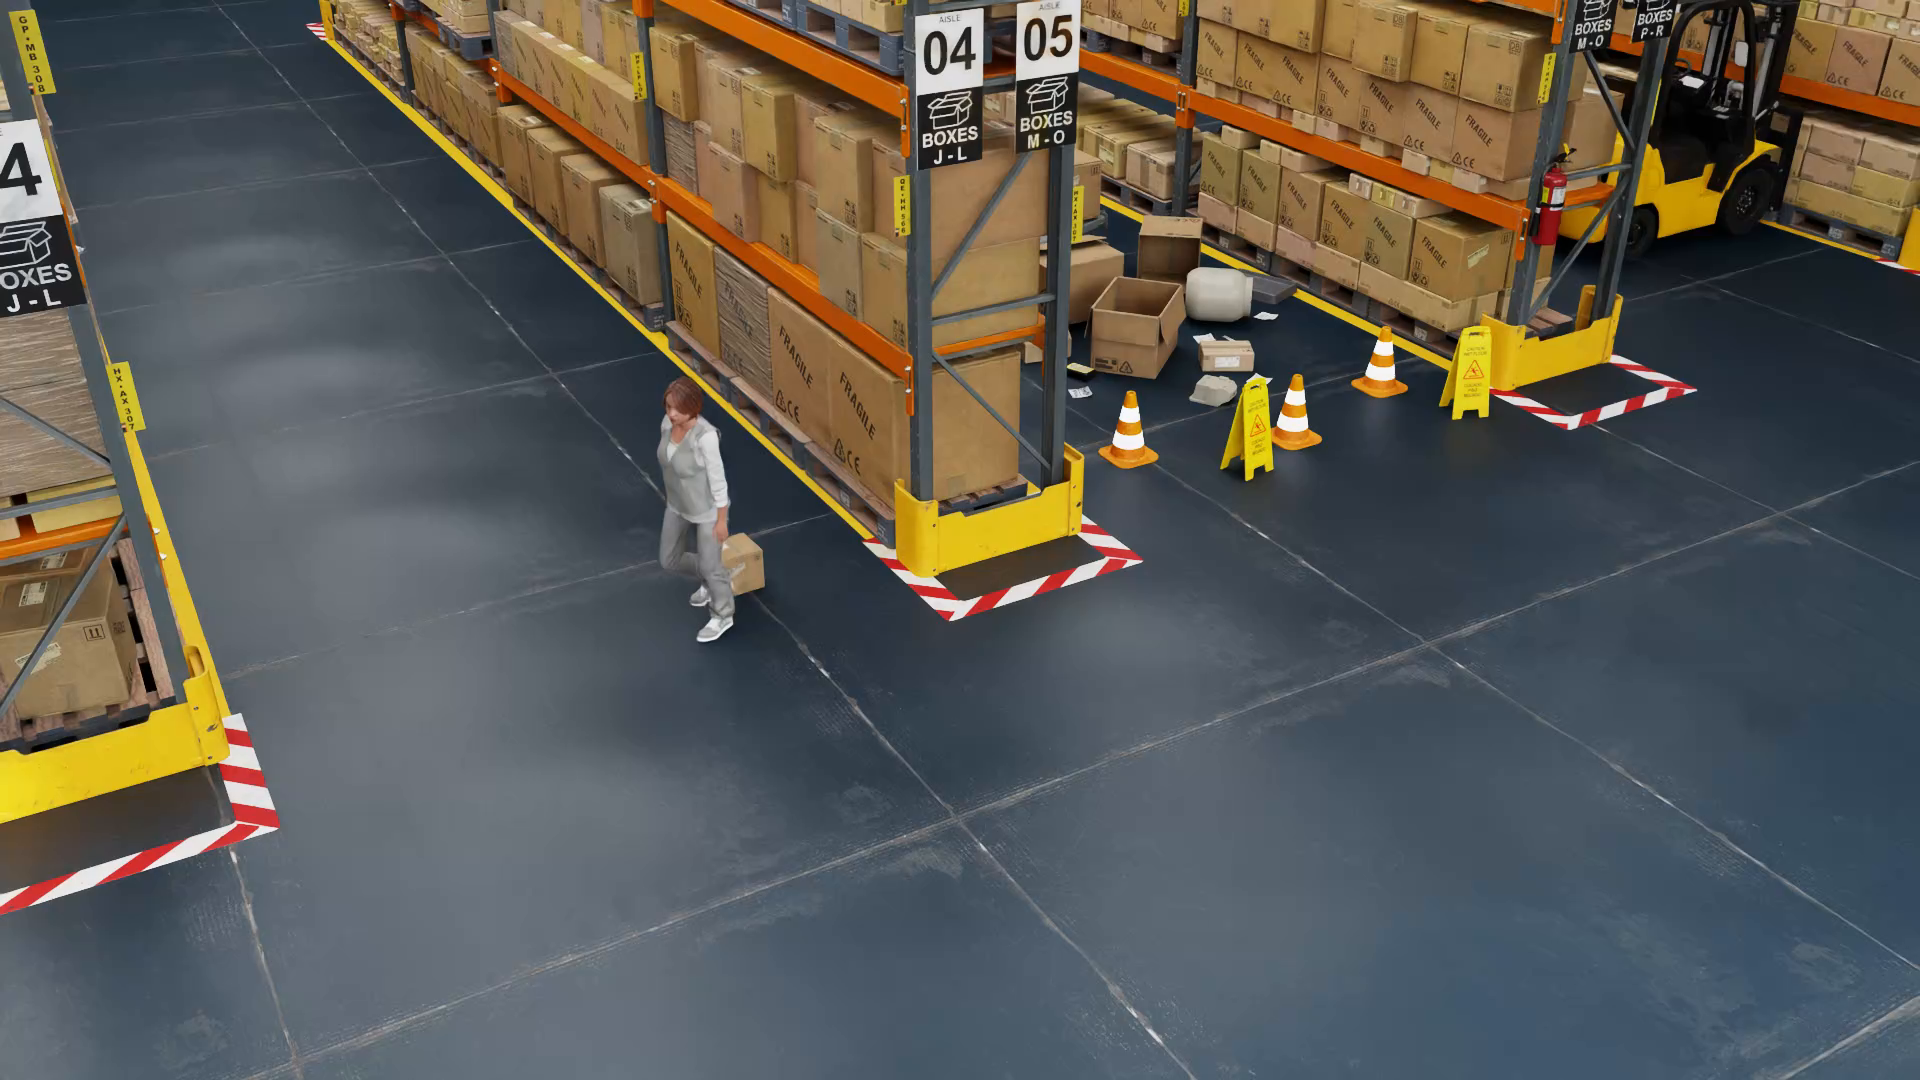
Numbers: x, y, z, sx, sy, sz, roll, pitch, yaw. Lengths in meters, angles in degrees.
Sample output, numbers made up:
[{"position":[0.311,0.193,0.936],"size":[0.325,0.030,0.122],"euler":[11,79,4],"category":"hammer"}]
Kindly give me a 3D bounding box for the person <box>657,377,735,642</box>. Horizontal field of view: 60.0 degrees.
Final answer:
[{"position":[-1.369,-0.174,8.849],"size":[0.470,1.588,0.449],"euler":[22,36,33],"category":"person"}]
